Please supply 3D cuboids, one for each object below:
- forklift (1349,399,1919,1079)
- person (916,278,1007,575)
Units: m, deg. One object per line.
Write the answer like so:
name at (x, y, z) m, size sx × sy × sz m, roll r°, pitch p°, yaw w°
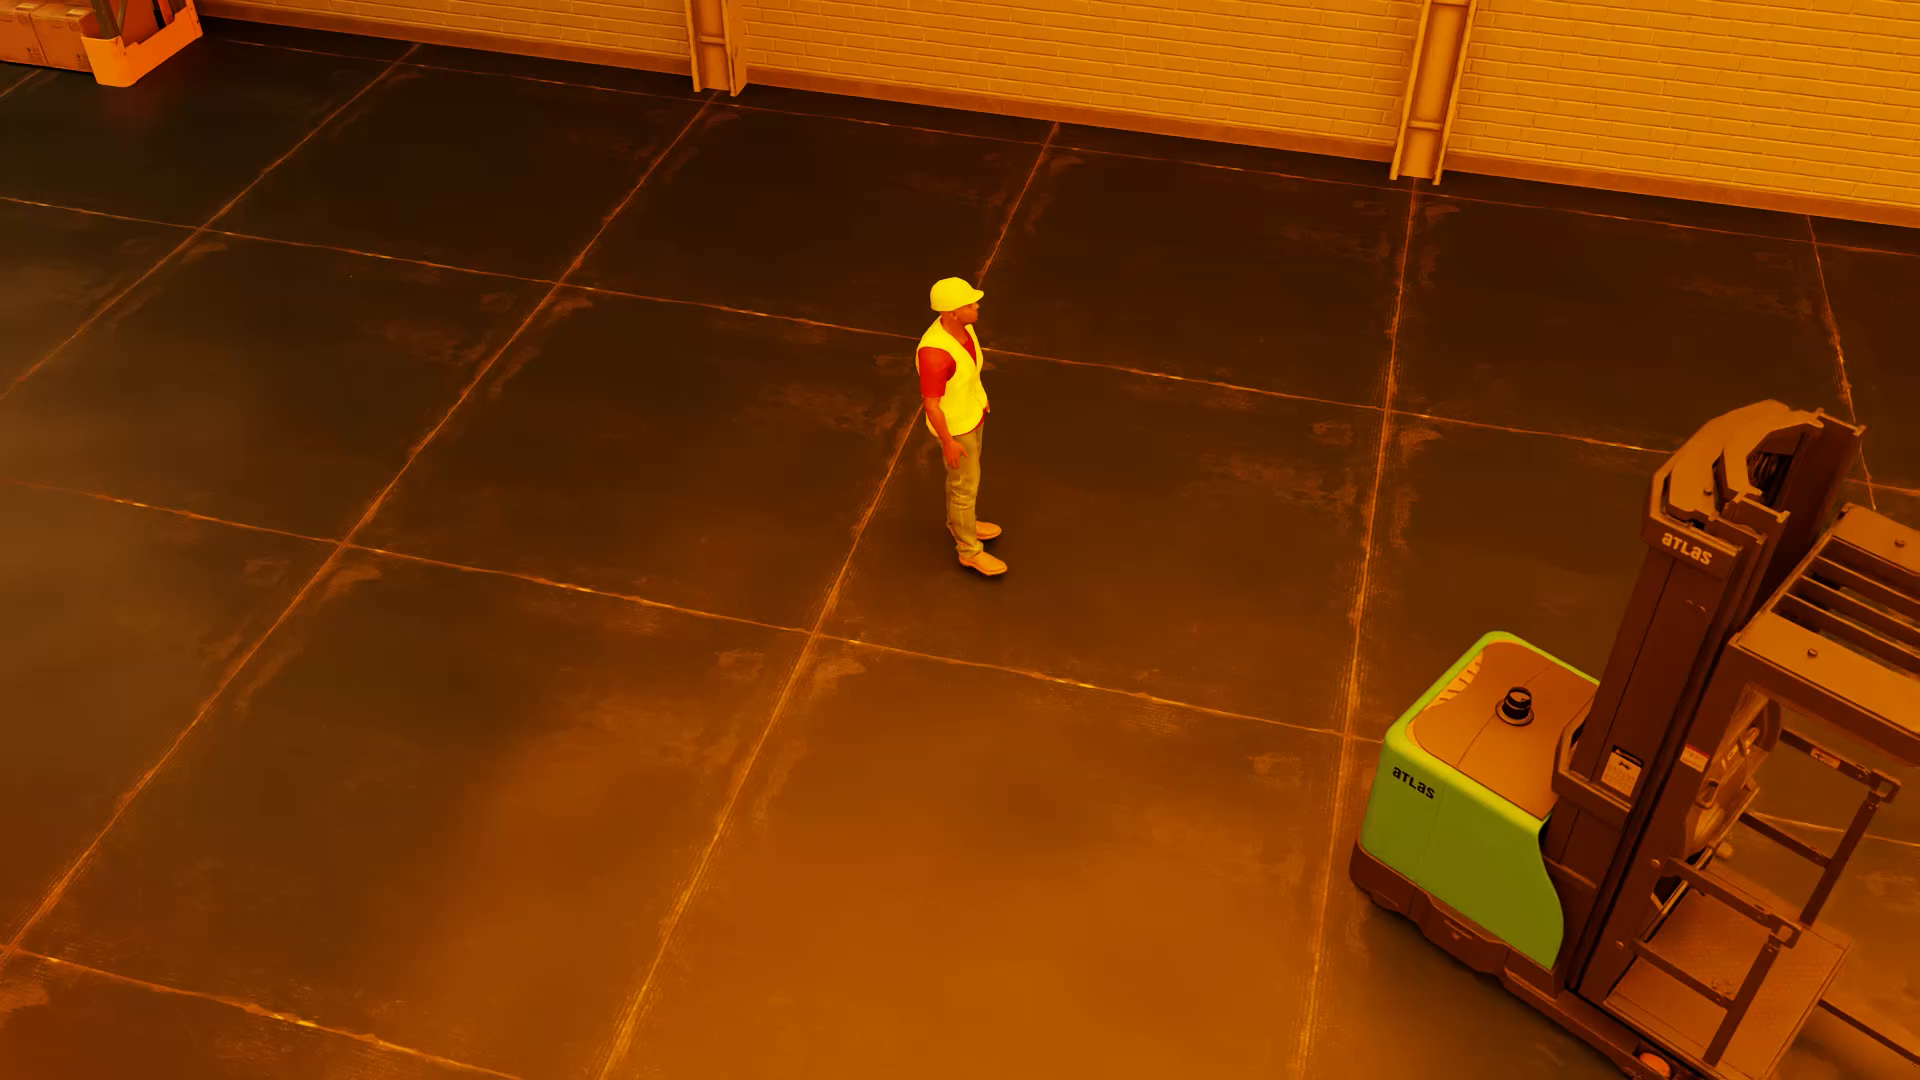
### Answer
forklift at (3.316, 1.016, 6.702) m, size 3.031 × 2.935 × 1.130 m, roll 32°, pitch 50°, yaw 31°
person at (0.065, -0.684, 9.453) m, size 0.577 × 1.765 × 0.665 m, roll 10°, pitch 42°, yaw 11°
